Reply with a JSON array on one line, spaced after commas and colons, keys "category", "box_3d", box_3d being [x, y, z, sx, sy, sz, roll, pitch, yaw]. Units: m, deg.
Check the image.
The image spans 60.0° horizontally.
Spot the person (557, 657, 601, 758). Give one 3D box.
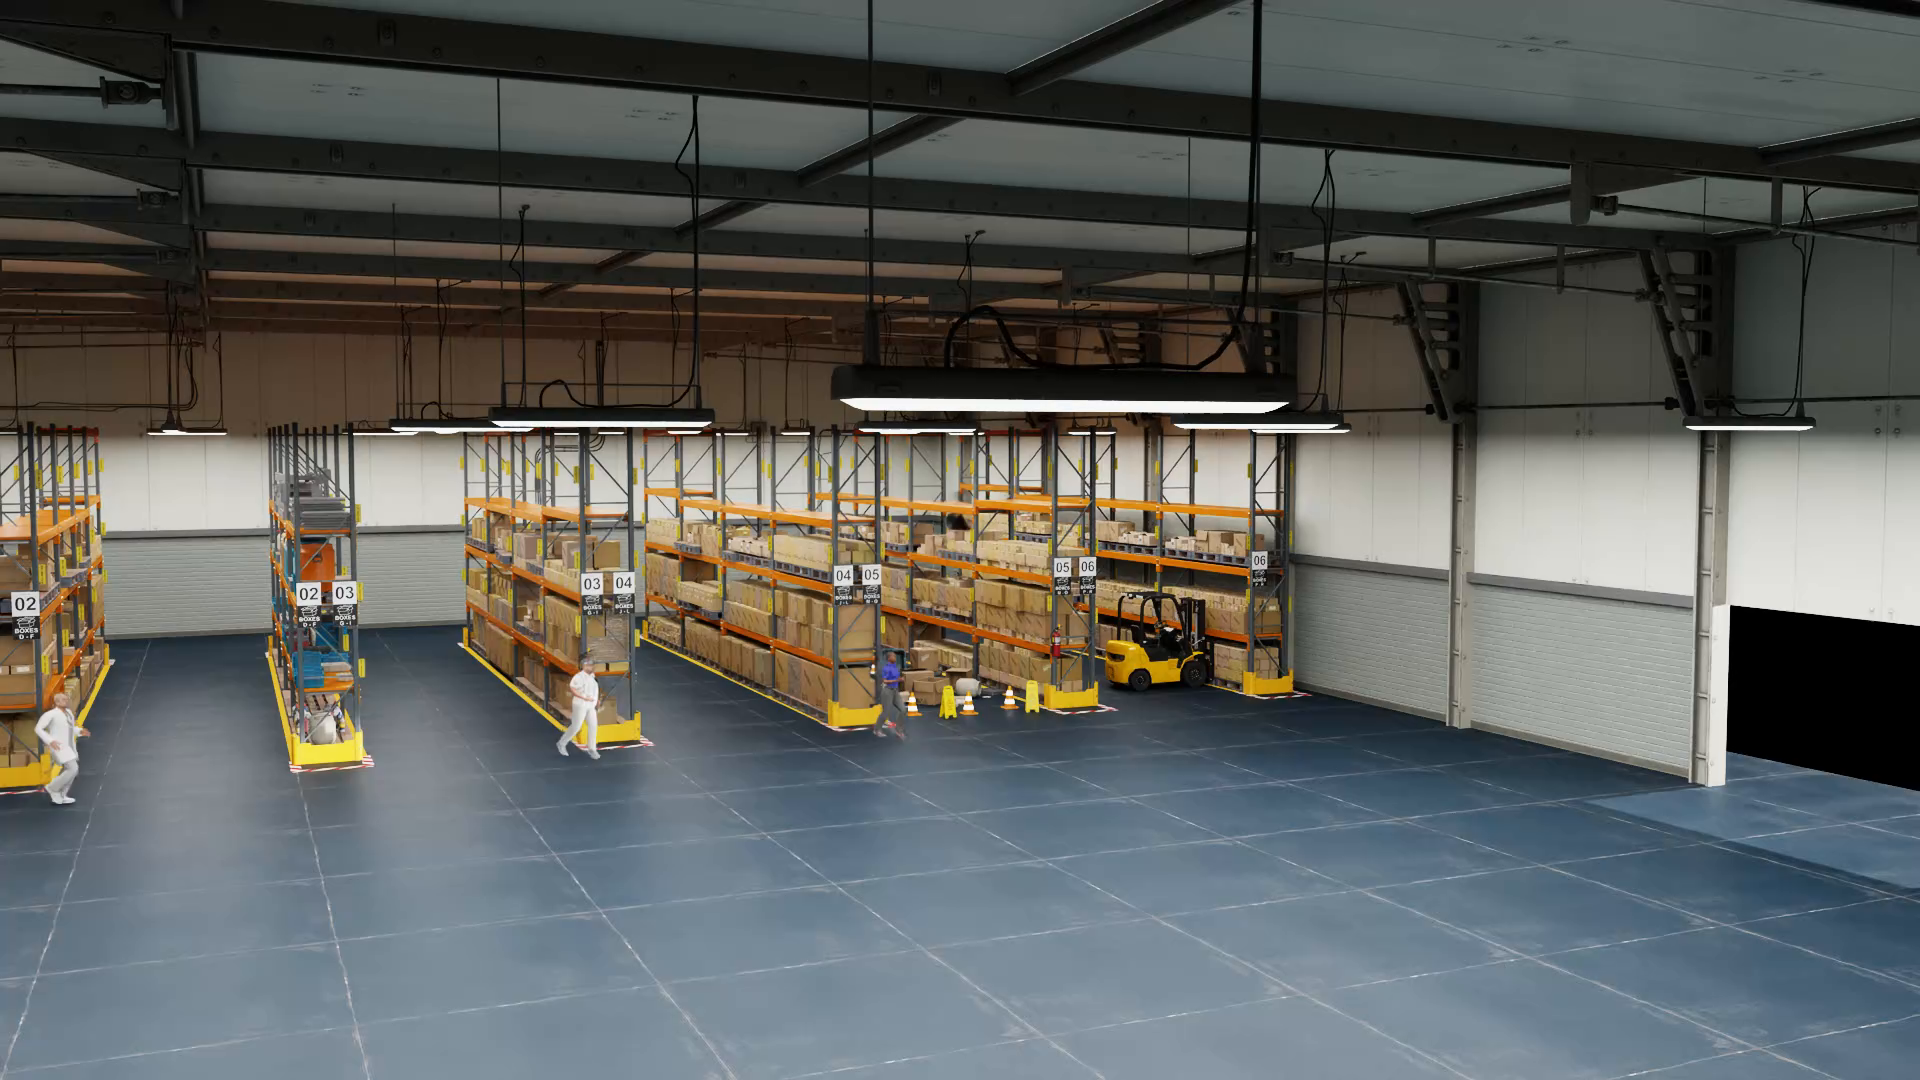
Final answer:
[{"category": "person", "box_3d": [-6.732, 3.004, 29.985, 0.860, 1.774, 0.734, 2, 4, 29]}]

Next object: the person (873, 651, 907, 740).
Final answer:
[{"category": "person", "box_3d": [-1.323, 2.970, 31.600, 0.690, 1.721, 0.577, 2, 4, 30]}]

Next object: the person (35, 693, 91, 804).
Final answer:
[{"category": "person", "box_3d": [-13.967, 3.261, 25.994, 0.621, 1.737, 0.719, 0, 3, 4]}]

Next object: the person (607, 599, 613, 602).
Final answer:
[{"category": "person", "box_3d": [-10.179, 1.977, 47.196, 0.712, 1.707, 0.609, 1, 4, 10]}]
